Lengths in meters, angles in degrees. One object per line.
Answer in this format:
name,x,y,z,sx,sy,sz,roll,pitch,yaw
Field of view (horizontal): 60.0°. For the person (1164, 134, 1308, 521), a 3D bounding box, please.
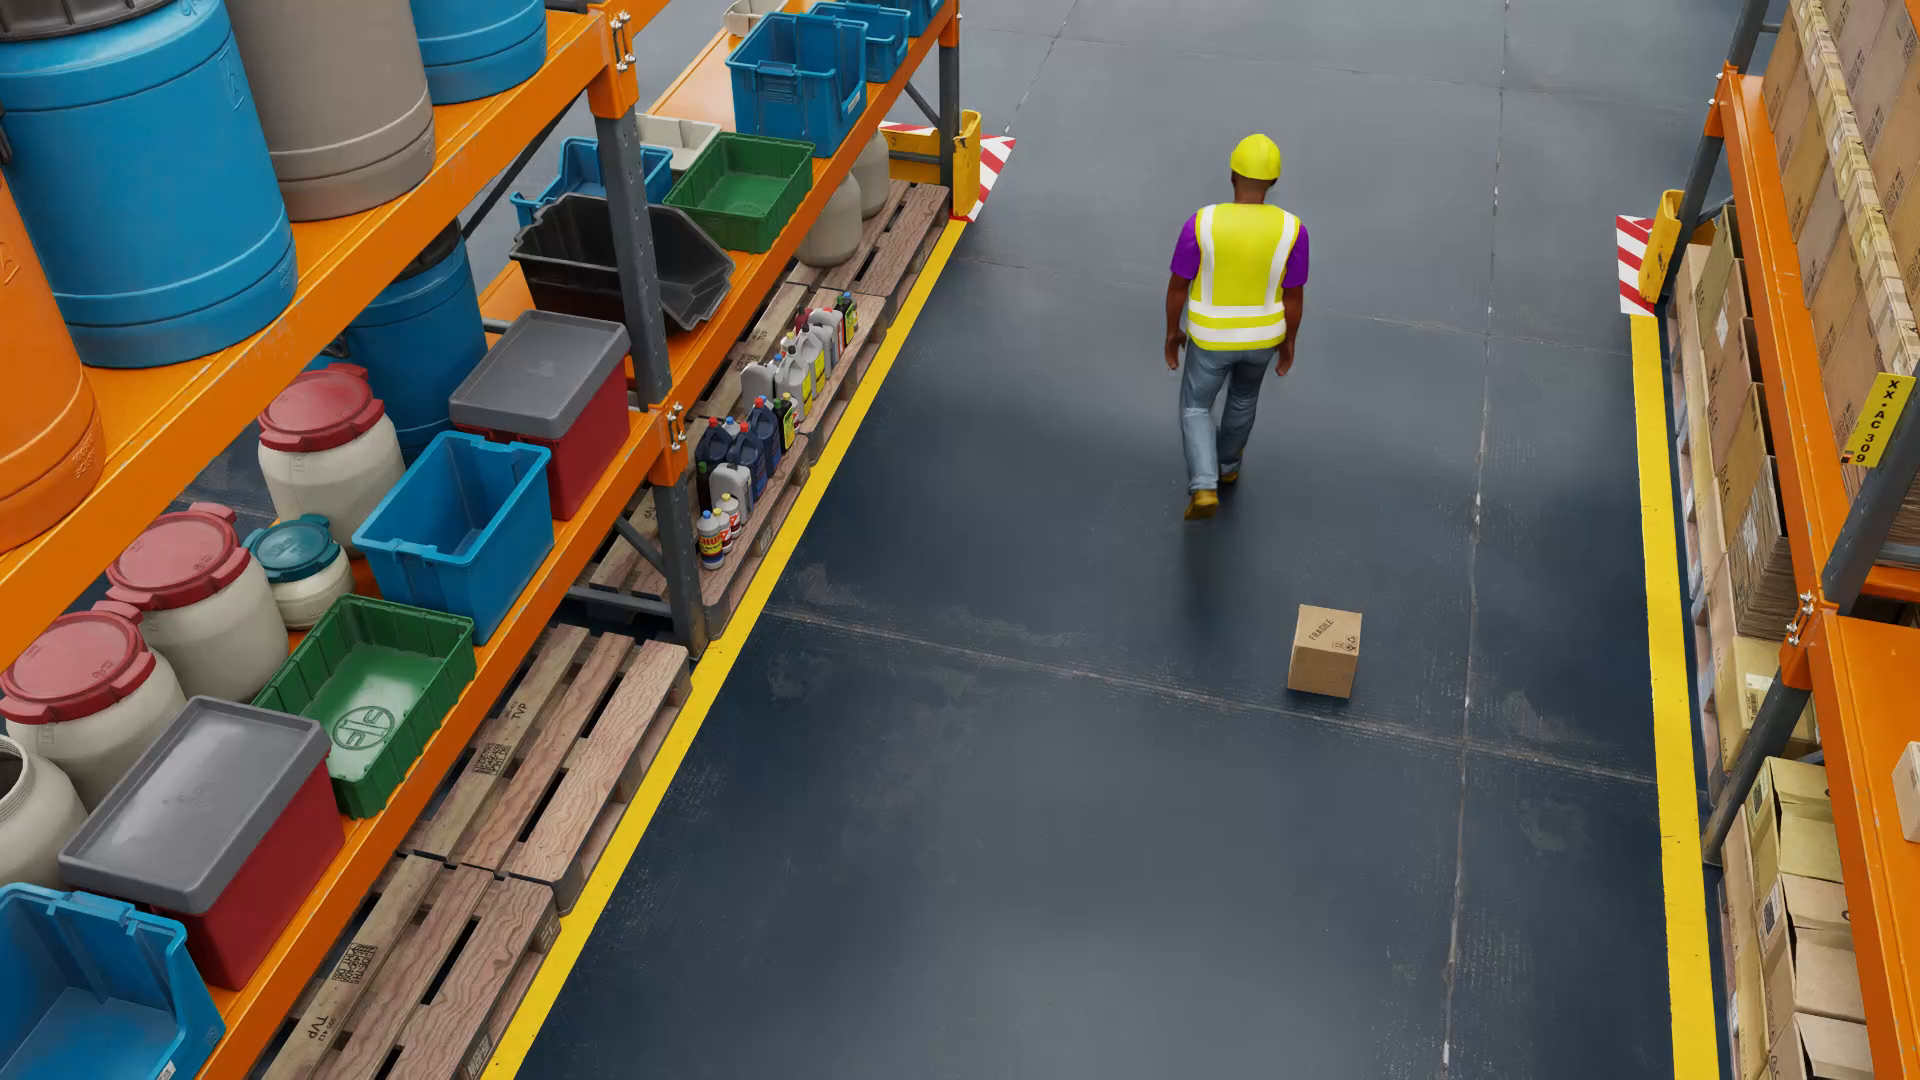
person,1.161,-0.849,7.121,0.577,1.741,0.838,2,41,2
